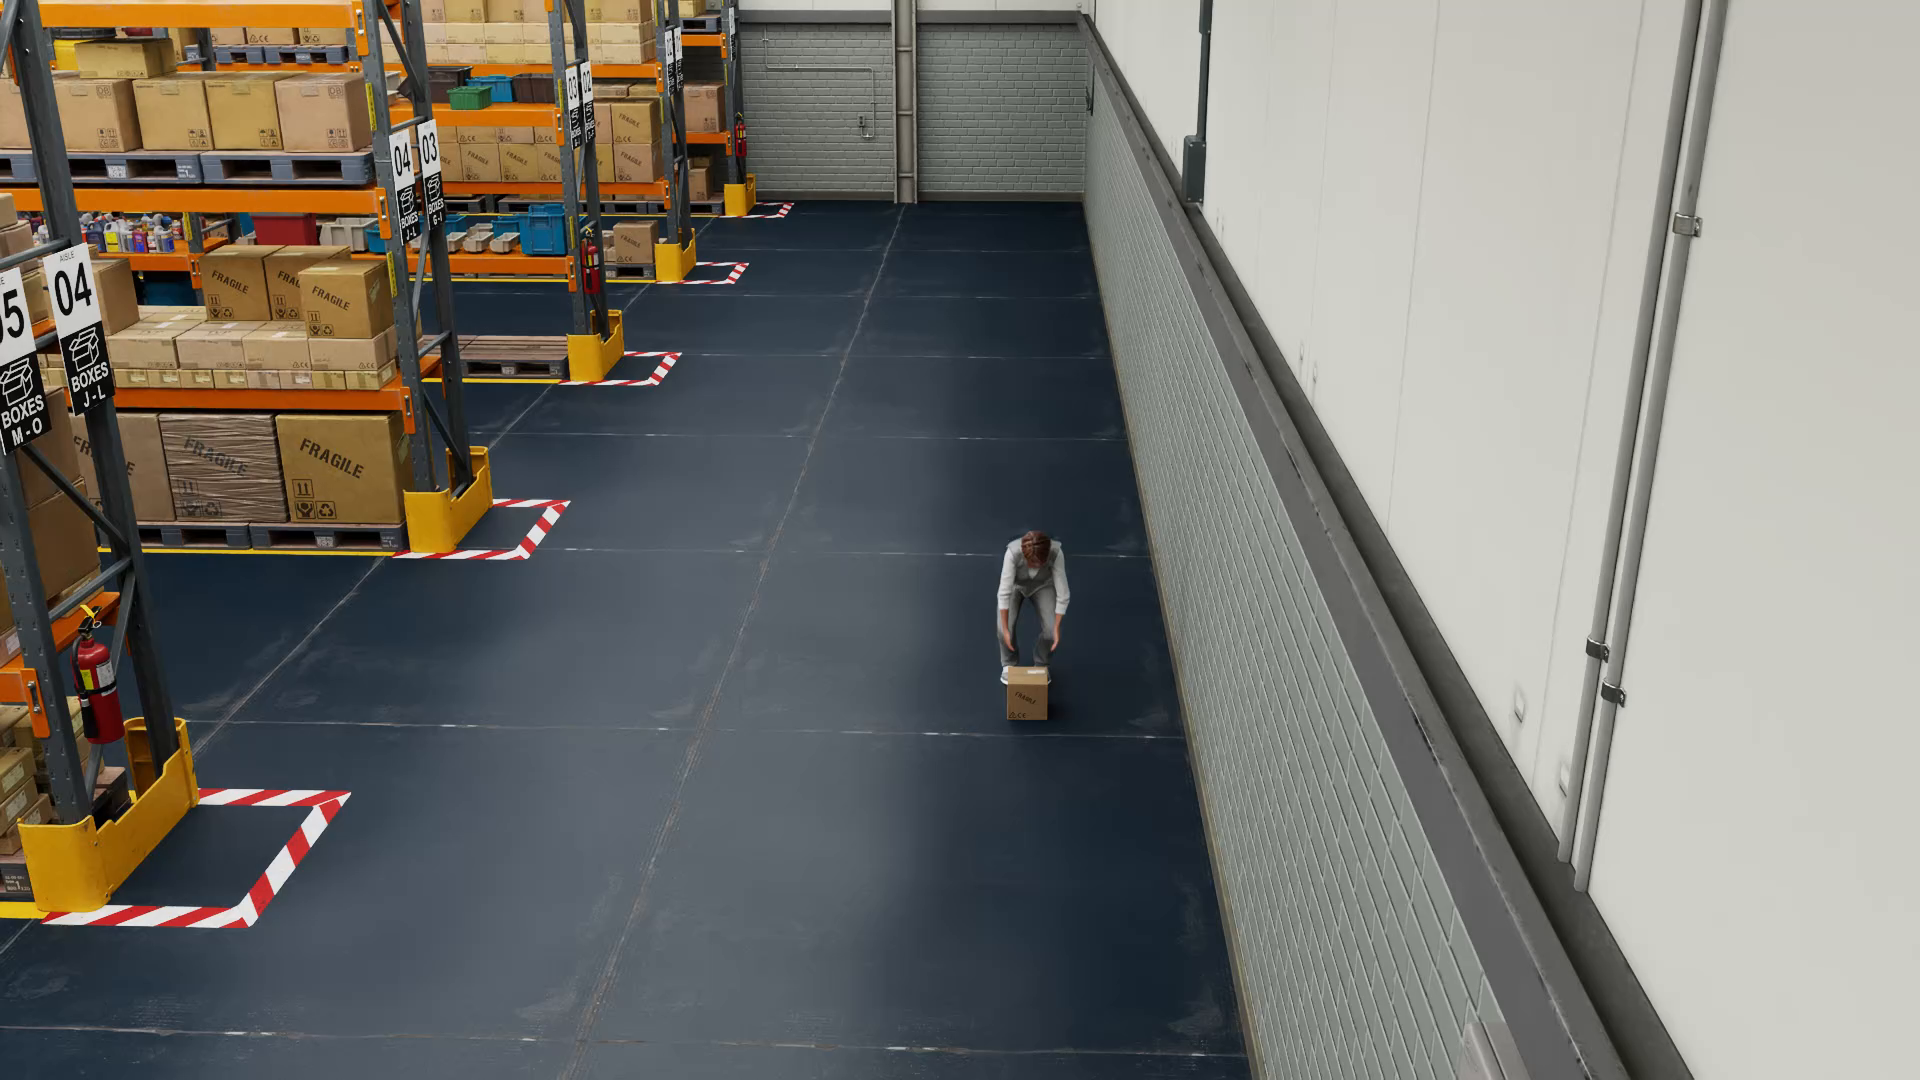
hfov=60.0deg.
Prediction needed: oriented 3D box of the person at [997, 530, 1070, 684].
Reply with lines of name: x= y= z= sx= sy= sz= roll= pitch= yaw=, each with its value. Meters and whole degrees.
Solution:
person: x=0.468 y=0.403 z=10.689 sx=0.463 sy=1.143 sz=0.725 roll=1 pitch=21 yaw=2
